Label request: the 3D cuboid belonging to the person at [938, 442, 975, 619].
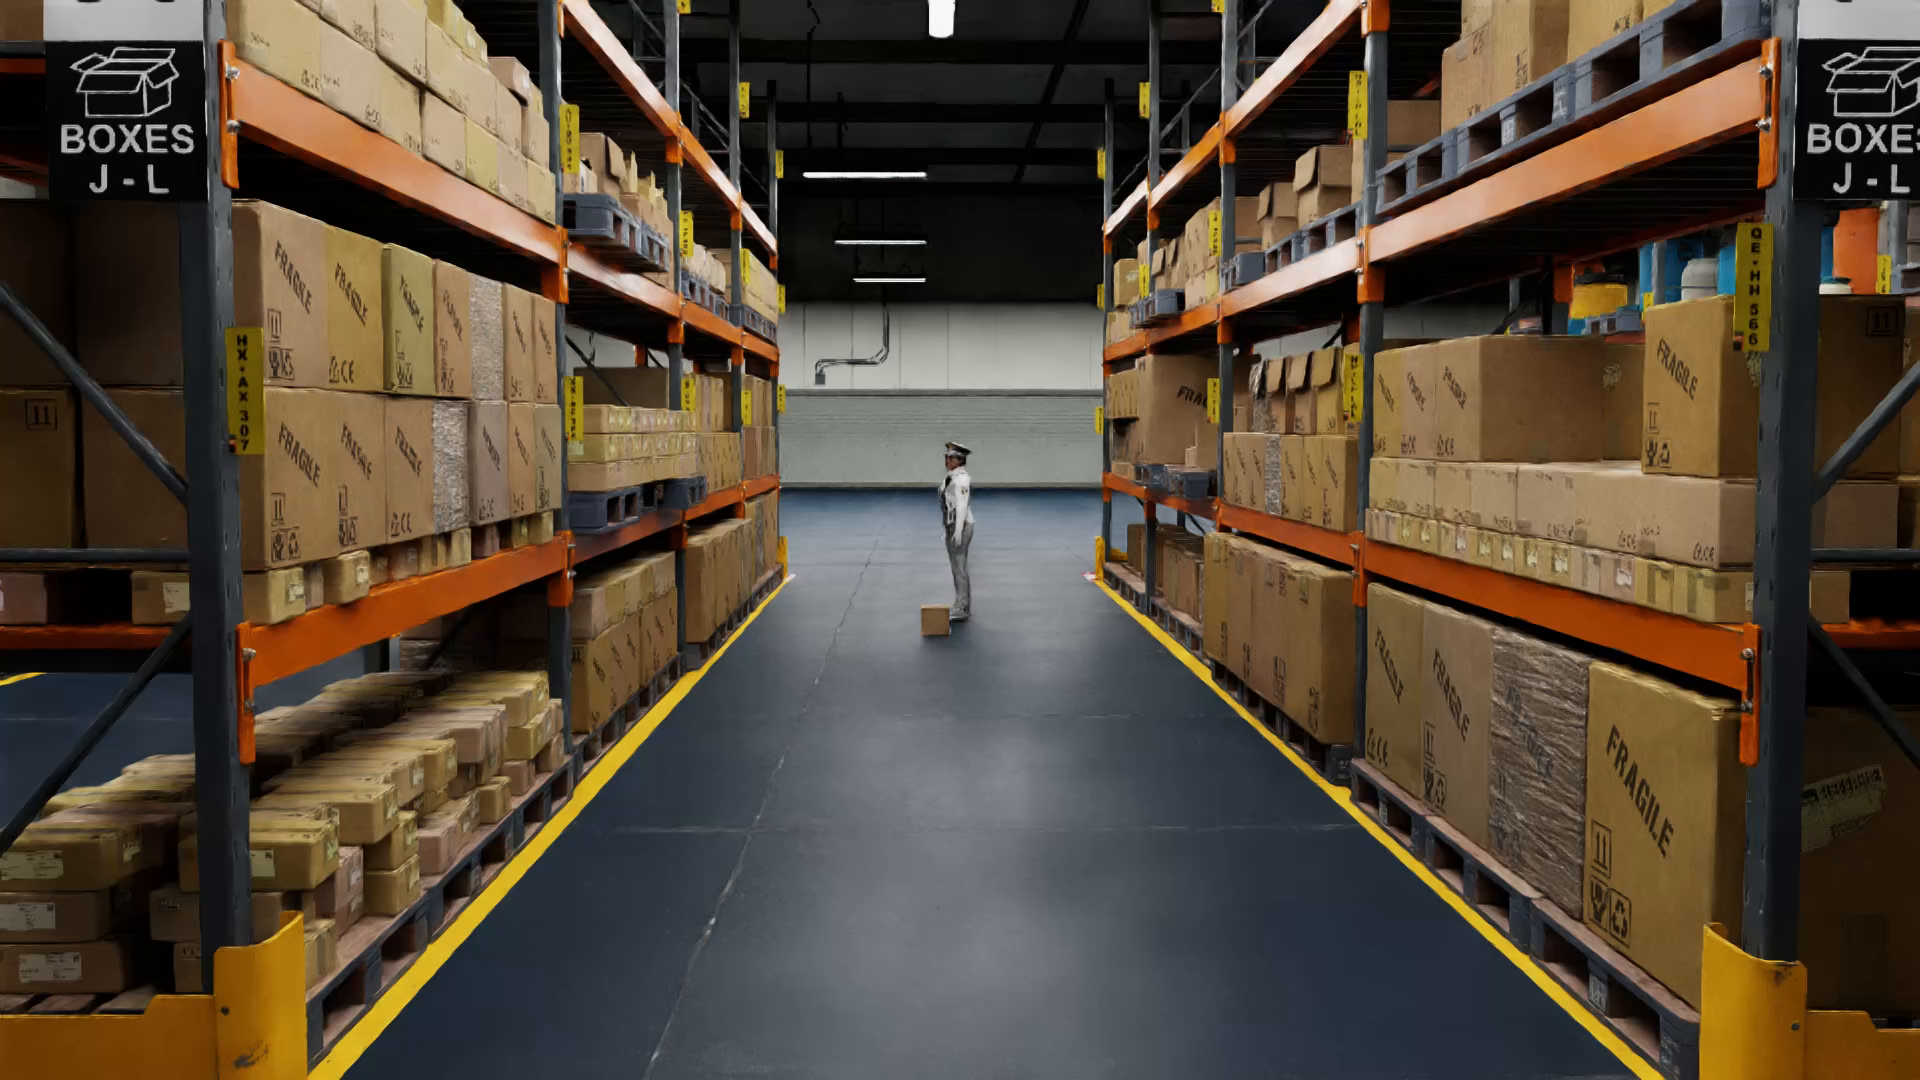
[{"bbox_3d":[-0.055,-0.090,15.833,0.372,1.694,0.528,-1,4,-12],"label":"person"}]
